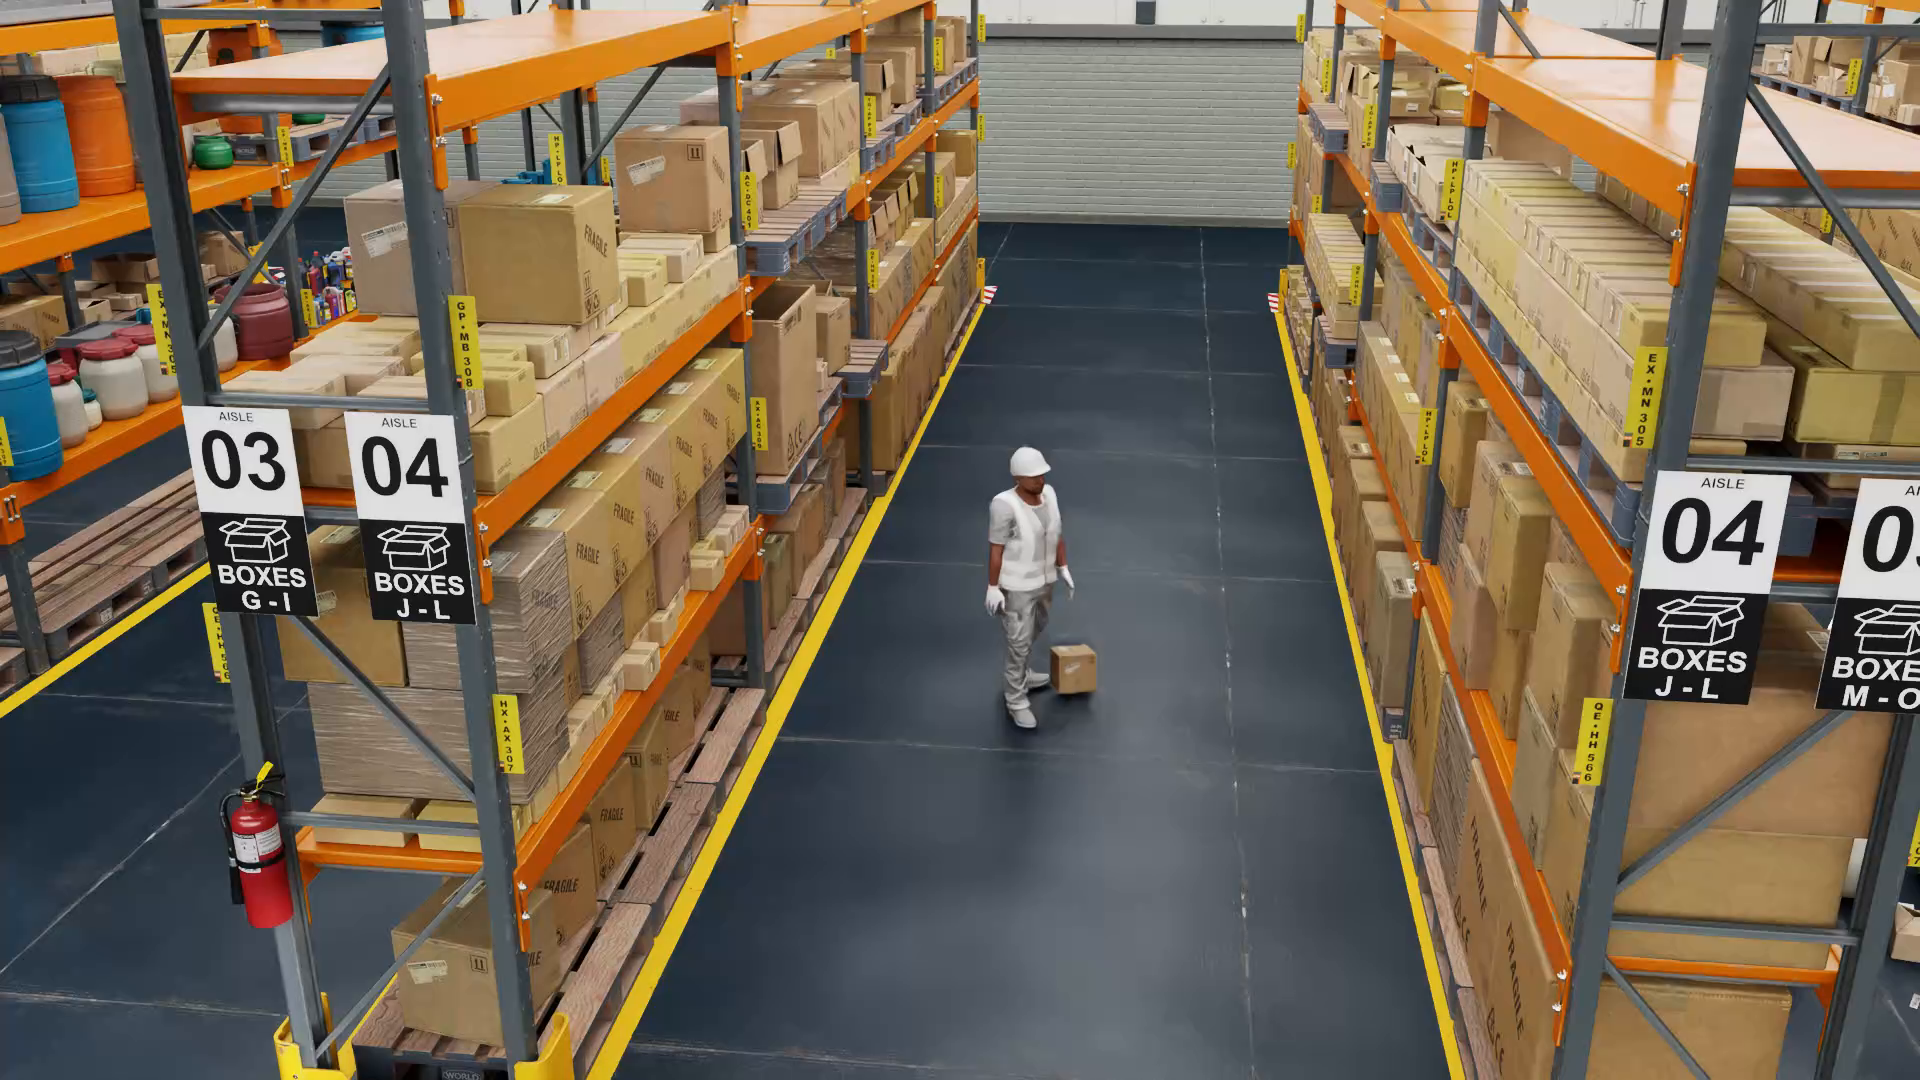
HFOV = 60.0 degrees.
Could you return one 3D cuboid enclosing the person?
[{"bbox_3d":[0.428,0.238,10.429,0.518,1.783,0.691,17,26,37],"label":"person"}]
